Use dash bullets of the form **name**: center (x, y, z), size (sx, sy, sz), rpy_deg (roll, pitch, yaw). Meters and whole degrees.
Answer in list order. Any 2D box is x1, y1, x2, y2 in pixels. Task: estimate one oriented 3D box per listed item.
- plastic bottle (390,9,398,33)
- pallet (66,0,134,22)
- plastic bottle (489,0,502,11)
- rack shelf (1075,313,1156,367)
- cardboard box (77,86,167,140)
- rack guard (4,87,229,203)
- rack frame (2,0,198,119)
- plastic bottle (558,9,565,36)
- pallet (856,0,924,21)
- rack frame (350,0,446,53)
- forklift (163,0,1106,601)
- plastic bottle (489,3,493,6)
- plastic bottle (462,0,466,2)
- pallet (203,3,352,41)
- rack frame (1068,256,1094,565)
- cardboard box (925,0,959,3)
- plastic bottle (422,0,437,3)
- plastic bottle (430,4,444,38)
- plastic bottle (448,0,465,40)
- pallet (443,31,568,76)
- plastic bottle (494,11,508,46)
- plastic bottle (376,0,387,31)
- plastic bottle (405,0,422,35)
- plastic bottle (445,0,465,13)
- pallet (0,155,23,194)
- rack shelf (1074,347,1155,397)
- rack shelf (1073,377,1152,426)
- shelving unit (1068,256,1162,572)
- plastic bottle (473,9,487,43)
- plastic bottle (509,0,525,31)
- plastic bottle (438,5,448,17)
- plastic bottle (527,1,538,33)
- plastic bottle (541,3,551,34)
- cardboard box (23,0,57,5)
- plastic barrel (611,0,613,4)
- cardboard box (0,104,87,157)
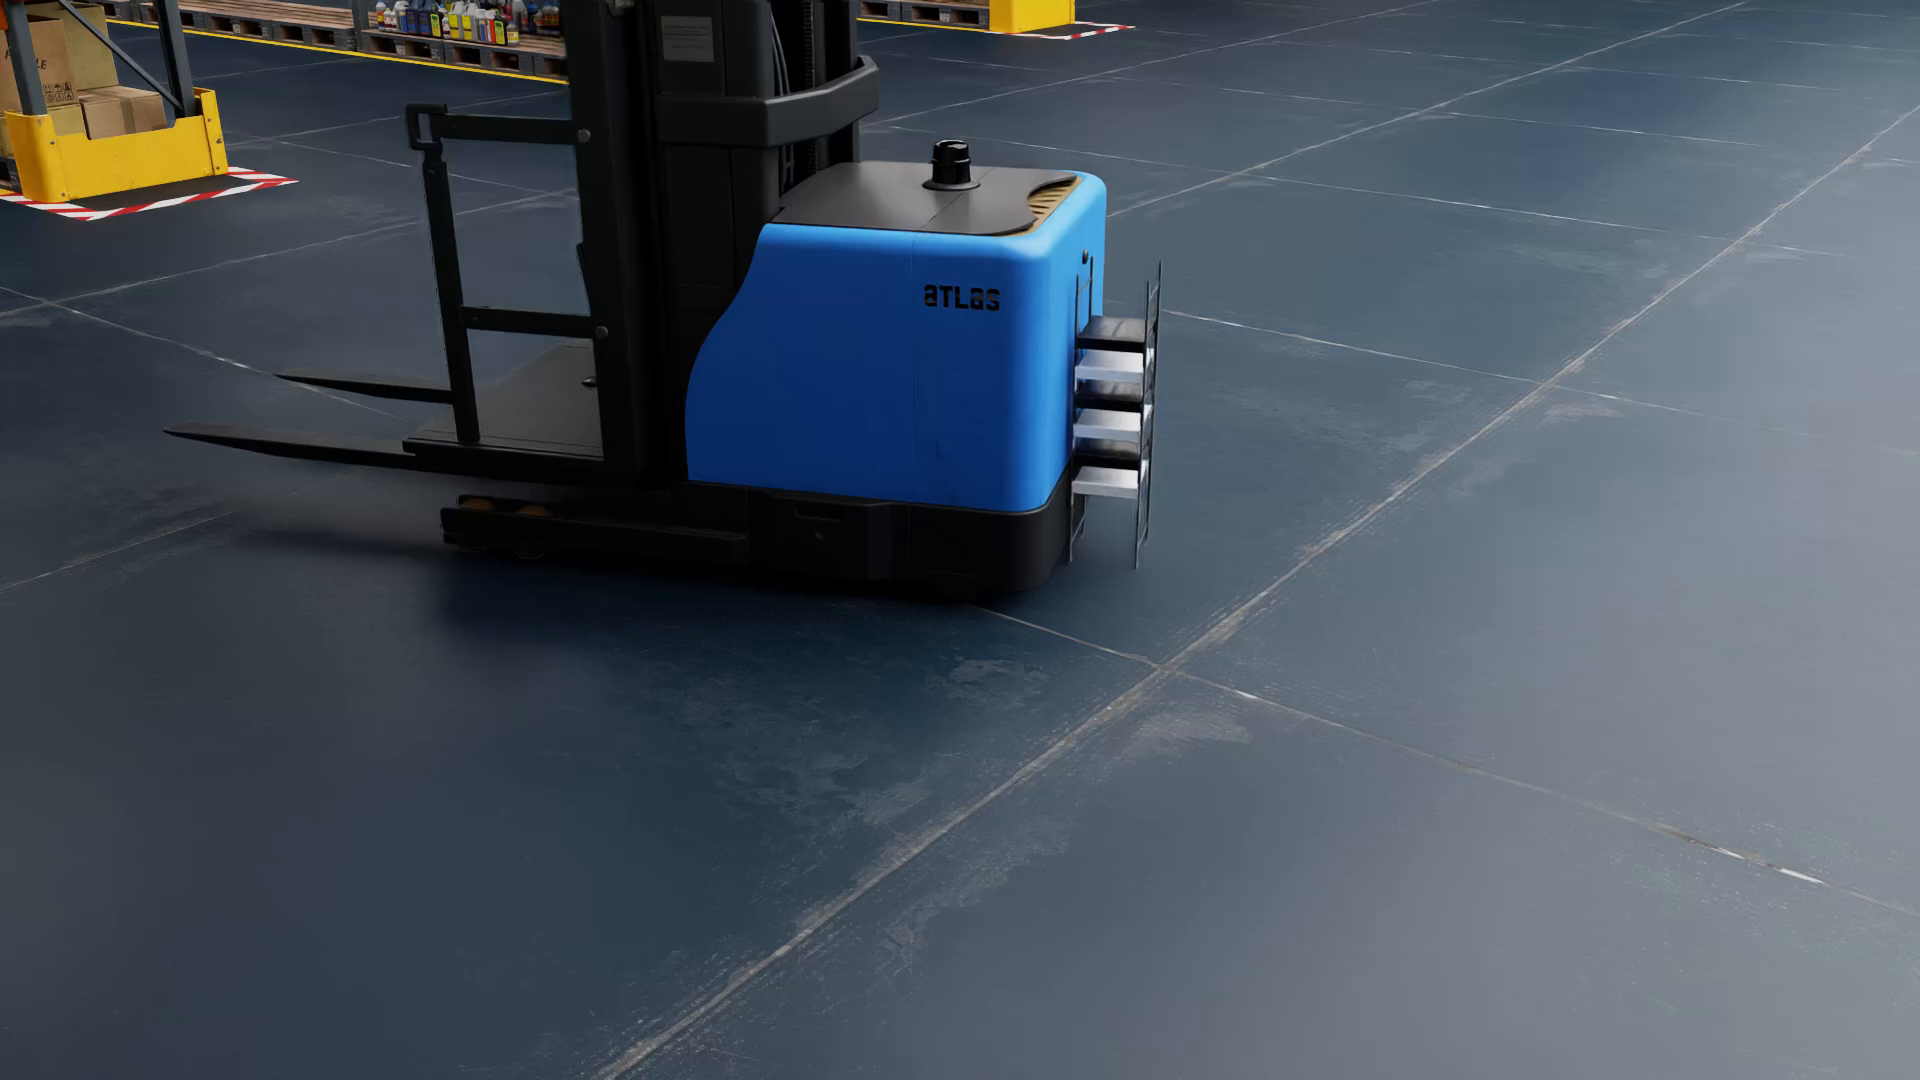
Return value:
- **plastic bottle**: center (-5.190, -4.782, 15.308), size (0.097, 0.201, 0.097), rpy_deg (0, 24, 0)
- **pallet**: center (-9.202, -5.997, 18.600), size (1.213, 0.211, 1.003), rpy_deg (17, 29, 33)
- **plastic bottle**: center (-4.286, -4.861, 15.385), size (0.133, 0.283, 0.061), rpy_deg (17, 29, 33)
- **rack shelf**: center (0.461, -0.589, 4.885), size (0.200, 0.077, 0.258), rpy_deg (6, 24, 13)
- **cardboard box**: center (-5.414, -2.700, 10.546), size (0.500, 0.250, 0.500), rpy_deg (17, 29, 33)
- **rack guard**: center (-5.099, -2.415, 10.110), size (0.348, 0.500, 1.175), rpy_deg (17, 29, 33)
- **rack frame**: center (-5.118, -3.564, 9.620), size (0.127, 3.000, 1.000), rpy_deg (17, 29, 33)
- **plastic bottle**: center (-3.578, -4.720, 15.064), size (0.133, 0.283, 0.061), rpy_deg (17, 29, 34)
- **pallet**: center (-0.835, -6.005, 18.617), size (1.213, 0.211, 1.003), rpy_deg (17, 29, 33)
- **rack frame**: center (-5.345, -6.129, 15.440), size (0.127, 3.000, 1.000), rpy_deg (17, 29, 33)
- **forklift**: center (-1.105, -1.478, 4.969), size (3.031, 2.935, 1.130), rpy_deg (6, 24, 13)
- **plastic bottle**: center (-4.348, -4.952, 15.592), size (0.133, 0.283, 0.061), rpy_deg (19, 30, 37)
- **plastic bottle**: center (-4.657, -5.055, 15.743), size (0.185, 0.351, 0.144), rpy_deg (16, 28, 32)
- **pallet**: center (-6.977, -5.325, 17.074), size (1.213, 0.211, 1.003), rpy_deg (17, 29, 33)
- **rack frame**: center (0.363, -0.383, 5.004), size (0.006, 0.900, 0.240), rpy_deg (6, 24, 13)
- **cardboard box**: center (-0.162, -6.098, 17.949), size (0.500, 0.500, 0.500), rpy_deg (-17, 29, -34)
- **plastic bottle**: center (-4.861, -4.835, 15.244), size (0.185, 0.351, 0.144), rpy_deg (17, 29, 33)
- **plastic bottle**: center (-4.690, -4.659, 14.927), size (0.133, 0.283, 0.061), rpy_deg (18, 30, 36)
- **plastic bottle**: center (-4.457, -4.640, 14.802), size (0.185, 0.351, 0.144), rpy_deg (17, 29, 33)
- **pallet**: center (-3.852, -4.382, 14.934), size (1.213, 0.211, 1.003), rpy_deg (17, 29, 33)
- **plastic bottle**: center (-3.981, -4.445, 14.441), size (0.133, 0.283, 0.061), rpy_deg (18, 29, 35)
- **plastic bottle**: center (-5.353, -4.863, 15.405), size (0.097, 0.271, 0.097), rpy_deg (0, 24, 0)
- **plastic bottle**: center (-4.948, -4.789, 15.138), size (0.185, 0.351, 0.144), rpy_deg (18, 29, 35)
- **plastic bottle**: center (-4.743, -5.009, 15.637), size (0.185, 0.351, 0.144), rpy_deg (17, 29, 33)
- **pallet**: center (-5.755, -2.460, 10.571), size (1.213, 0.211, 1.003), rpy_deg (17, 29, 33)
- **rack shelf**: center (0.461, -0.507, 4.921), size (0.200, 0.077, 0.258), rpy_deg (6, 24, 13)
- **rack shelf**: center (0.461, -0.425, 4.957), size (0.200, 0.077, 0.258), rpy_deg (6, 24, 13)
- **shelving unit**: center (0.461, -0.373, 4.980), size (0.210, 0.900, 0.258), rpy_deg (6, 24, 13)
- **plastic bottle**: center (-4.173, -4.523, 14.627), size (0.135, 0.276, 0.152), rpy_deg (16, 28, 32)
- **plastic bottle**: center (-4.117, -4.856, 15.383), size (0.135, 0.276, 0.152), rpy_deg (17, 29, 34)
- **plastic bottle**: center (-4.657, -4.683, 14.998), size (0.097, 0.271, 0.097), rpy_deg (0, 24, 0)
- **plastic bottle**: center (-3.924, -4.809, 15.284), size (0.097, 0.271, 0.097), rpy_deg (0, 24, 0)
- **plastic bottle**: center (-3.762, -4.760, 15.172), size (0.097, 0.271, 0.097), rpy_deg (0, 24, 0)
- **cardboard box**: center (-6.223, -3.280, 10.933), size (0.500, 0.500, 0.500), rpy_deg (17, 29, 33)
- **plastic barrel**: center (-3.118, -4.471, 14.242), size (0.421, 0.512, 0.421), rpy_deg (0, 24, 0)
- **cardboard box**: center (-5.724, -2.533, 10.167), size (0.500, 0.250, 0.500), rpy_deg (17, 29, 33)
